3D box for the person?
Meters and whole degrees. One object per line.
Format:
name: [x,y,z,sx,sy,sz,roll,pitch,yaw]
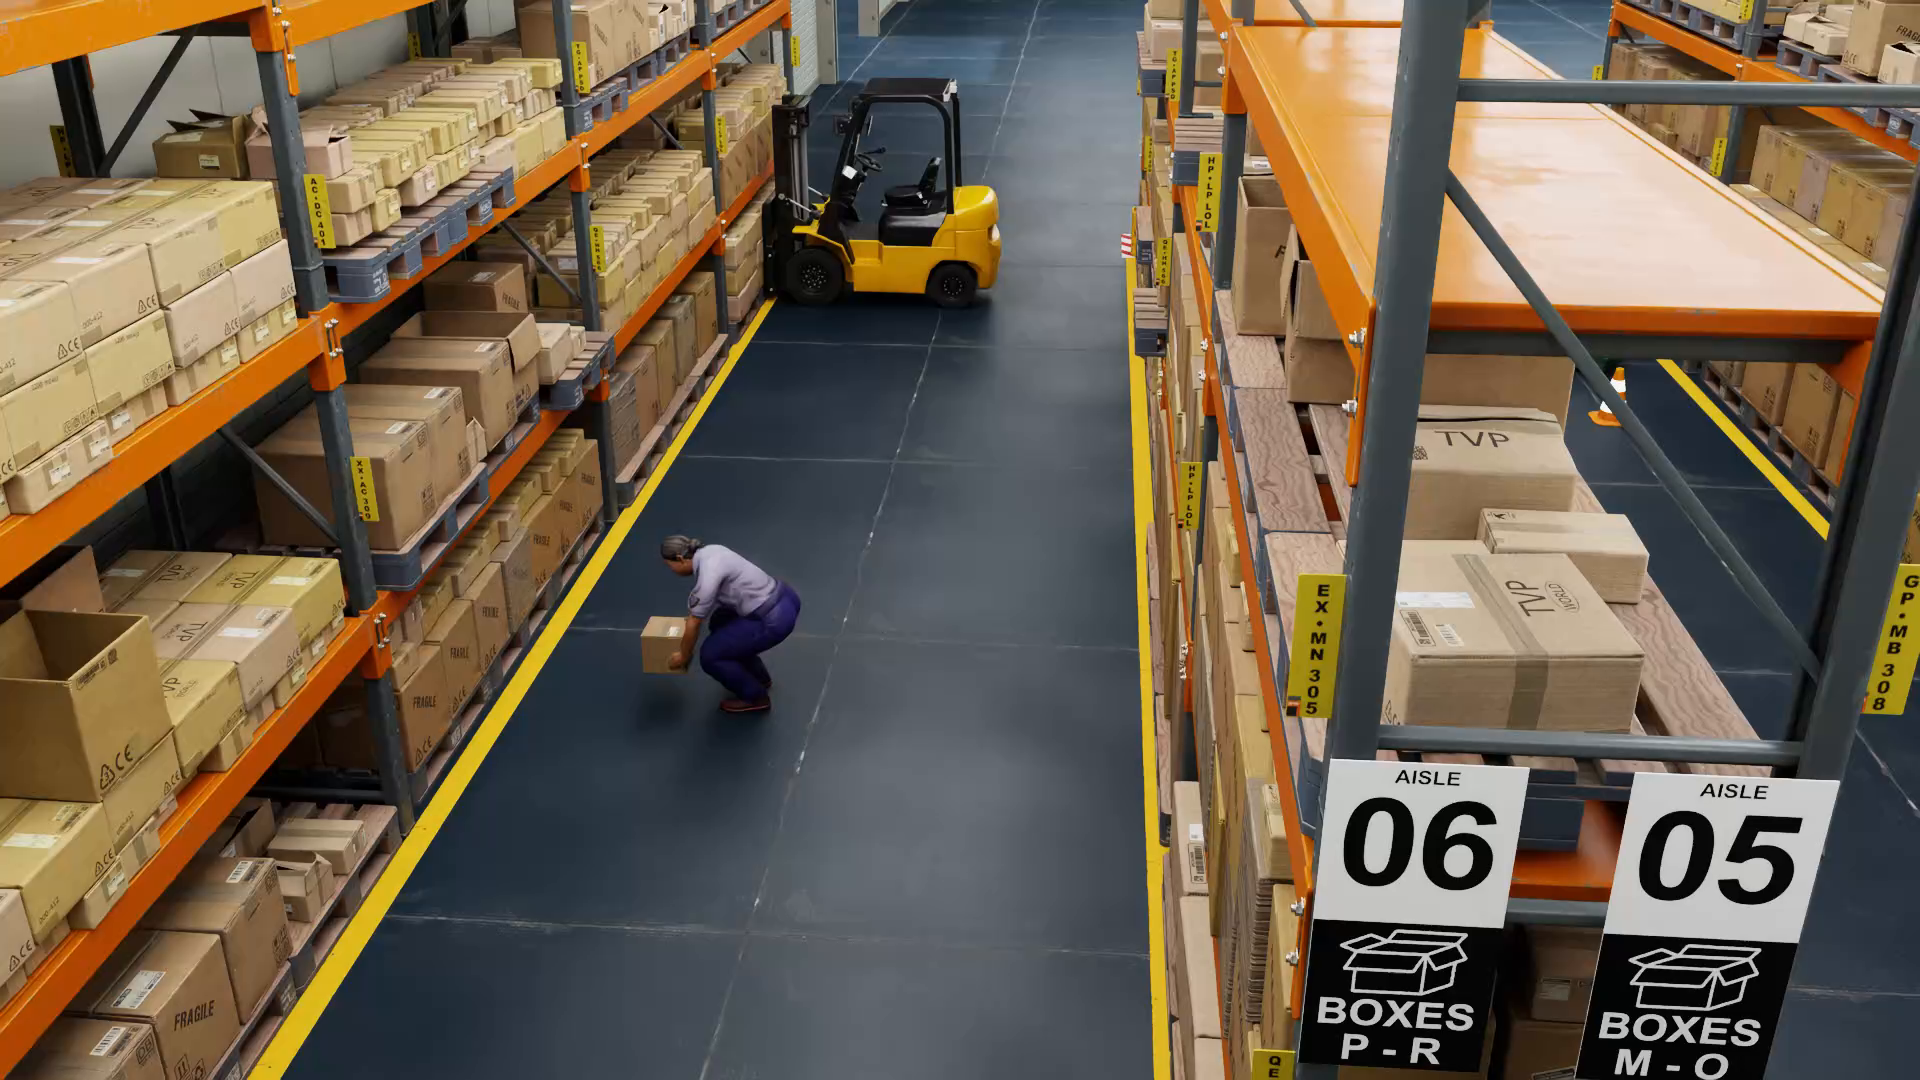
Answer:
person: [-1.363,0.460,9.701,0.698,1.076,0.530,2,25,4]
